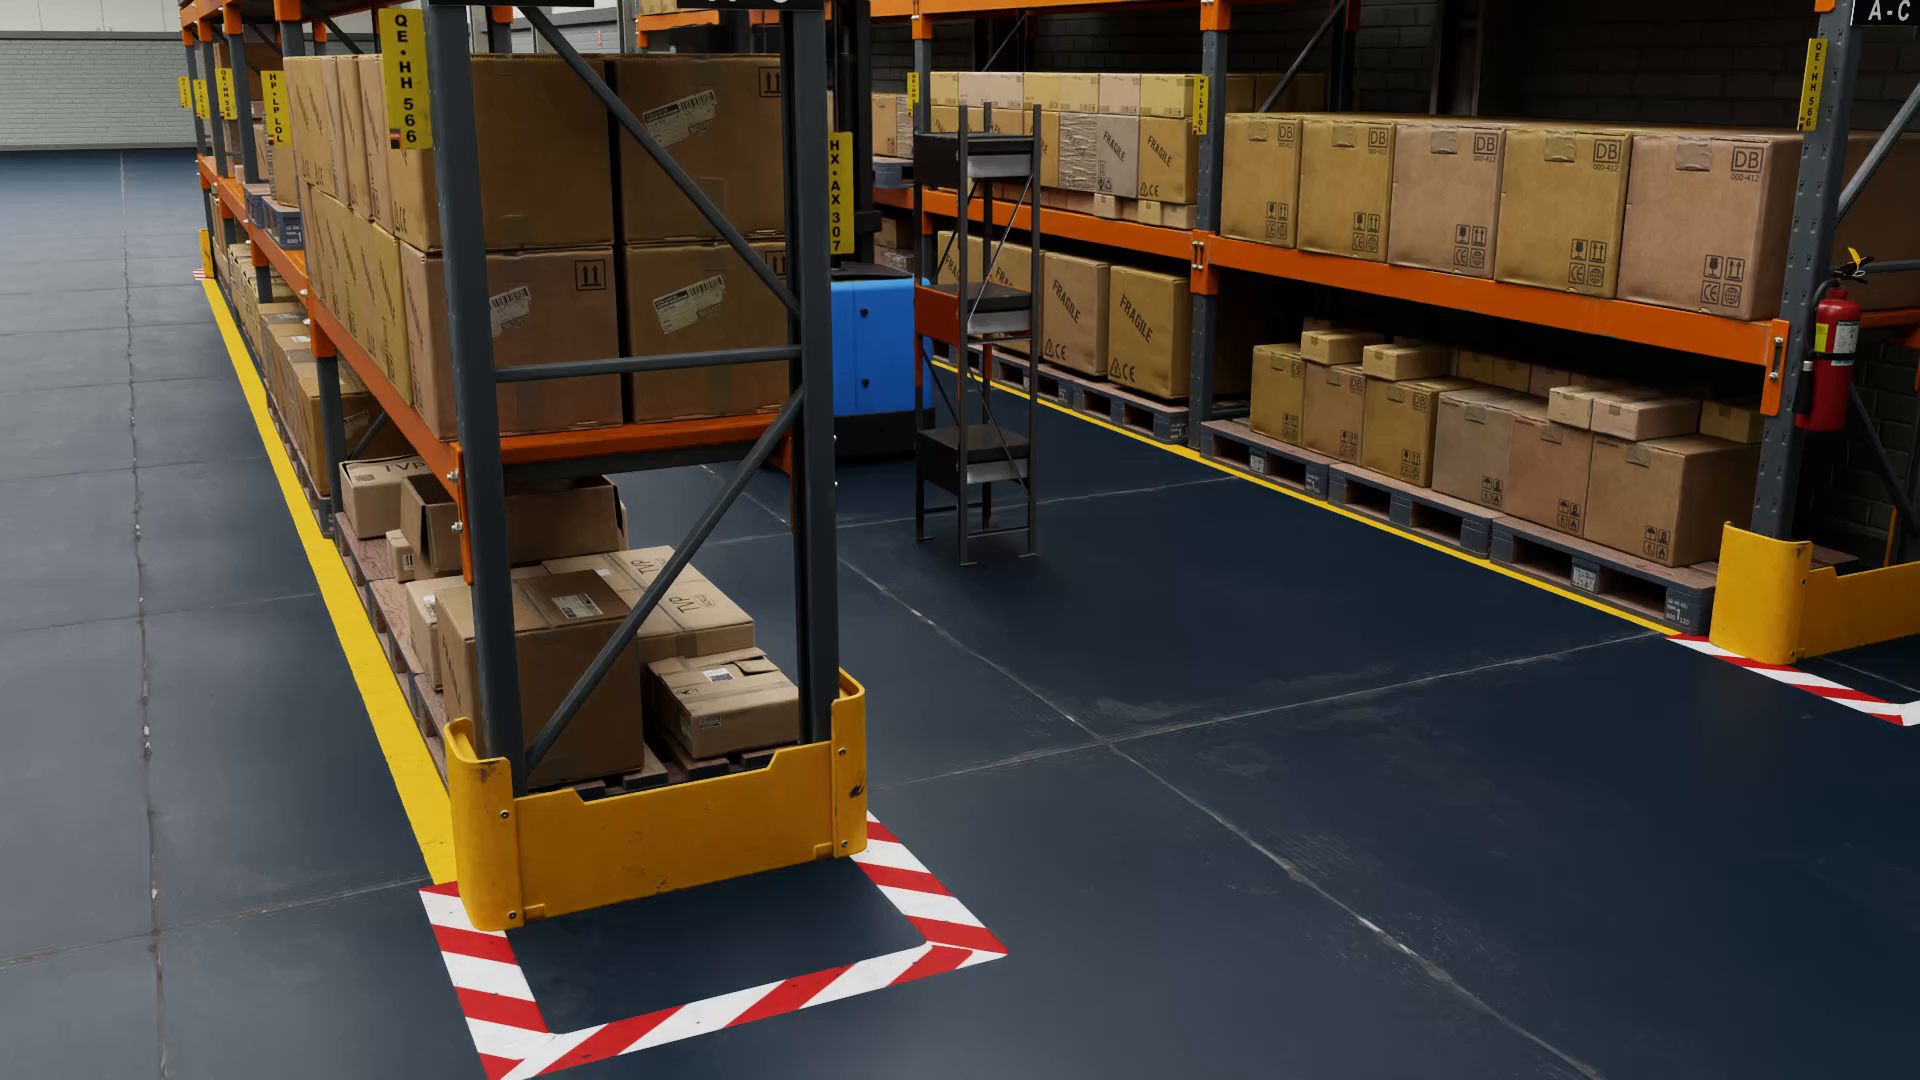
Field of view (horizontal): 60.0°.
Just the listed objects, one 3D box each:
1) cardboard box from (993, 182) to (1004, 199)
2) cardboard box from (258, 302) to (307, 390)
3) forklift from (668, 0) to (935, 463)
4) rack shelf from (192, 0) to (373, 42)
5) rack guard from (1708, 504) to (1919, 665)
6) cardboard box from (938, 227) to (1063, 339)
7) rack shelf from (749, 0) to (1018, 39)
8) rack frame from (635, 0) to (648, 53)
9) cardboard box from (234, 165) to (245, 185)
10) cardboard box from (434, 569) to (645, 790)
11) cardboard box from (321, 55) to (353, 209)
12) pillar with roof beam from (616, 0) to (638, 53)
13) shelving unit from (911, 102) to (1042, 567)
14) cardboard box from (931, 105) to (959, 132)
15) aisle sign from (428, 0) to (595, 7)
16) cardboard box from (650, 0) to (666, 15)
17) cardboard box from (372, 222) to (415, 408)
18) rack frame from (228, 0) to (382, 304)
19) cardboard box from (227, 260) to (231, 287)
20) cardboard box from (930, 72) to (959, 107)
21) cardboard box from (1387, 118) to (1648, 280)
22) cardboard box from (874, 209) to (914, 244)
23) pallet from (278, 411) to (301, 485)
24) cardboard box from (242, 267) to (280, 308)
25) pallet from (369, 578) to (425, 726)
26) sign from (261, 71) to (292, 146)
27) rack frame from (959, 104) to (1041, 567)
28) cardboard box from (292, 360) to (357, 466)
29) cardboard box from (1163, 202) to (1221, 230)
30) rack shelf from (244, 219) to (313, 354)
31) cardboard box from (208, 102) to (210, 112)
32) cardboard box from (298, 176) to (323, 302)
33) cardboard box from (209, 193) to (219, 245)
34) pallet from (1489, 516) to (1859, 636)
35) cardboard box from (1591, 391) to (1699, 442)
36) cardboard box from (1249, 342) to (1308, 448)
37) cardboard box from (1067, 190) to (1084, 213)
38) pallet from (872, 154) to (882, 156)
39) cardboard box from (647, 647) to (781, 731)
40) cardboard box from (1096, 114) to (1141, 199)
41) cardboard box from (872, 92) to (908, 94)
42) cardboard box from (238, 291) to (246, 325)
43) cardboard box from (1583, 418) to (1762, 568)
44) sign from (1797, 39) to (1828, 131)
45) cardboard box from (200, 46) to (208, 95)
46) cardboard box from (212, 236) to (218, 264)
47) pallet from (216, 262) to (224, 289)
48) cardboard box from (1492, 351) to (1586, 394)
[{"bbox_3d":[0.421,-2.638,12.423,0.380,0.149,0.250,-8,18,-25],"label":"cardboard box"},{"bbox_3d":[-4.388,-1.309,11.107,0.500,0.500,0.500,-7,17,-23],"label":"cardboard box"},{"bbox_3d":[-1.190,-2.218,10.665,1.130,2.935,3.031,-7,17,-22],"label":"forklift"},{"bbox_3d":[-5.207,-4.038,12.750,1.077,0.370,4.000,-8,18,-25],"label":"rack shelf"},{"bbox_3d":[3.636,0.146,6.837,1.175,0.500,0.348,-8,18,-25],"label":"rack guard"},{"bbox_3d":[0.325,-2.016,12.973,0.750,0.750,0.750,-8,18,-26],"label":"cardboard box"},{"bbox_3d":[-0.755,-4.637,14.839,1.077,0.370,4.000,-8,18,-25],"label":"rack shelf"},{"bbox_3d":[-3.384,-5.029,20.338,1.000,3.000,0.127,-8,18,-25],"label":"rack frame"},{"bbox_3d":[-5.878,-3.073,13.975,0.380,0.149,0.250,-8,18,-25],"label":"cardboard box"},{"bbox_3d":[-1.285,0.423,5.074,0.500,0.500,0.500,-8,18,-25],"label":"cardboard box"},{"bbox_3d":[-1.946,-1.449,5.867,0.500,0.500,0.500,-7,17,-23],"label":"cardboard box"},{"bbox_3d":[-8.798,-8.811,22.641,9.100,9.000,0.400,-8,18,-25],"label":"pillar with roof beam"},{"bbox_3d":[0.073,-0.968,7.818,0.431,2.100,0.503,-8,18,-25],"label":"shelving unit"},{"bbox_3d":[0.104,-3.095,12.840,0.500,0.500,0.500,-7,17,-23],"label":"cardboard box"},{"bbox_3d":[-1.071,-1.658,3.877,0.394,0.787,0.004,-8,18,-25],"label":"aisle sign"},{"bbox_3d":[-3.259,-6.278,19.034,0.500,0.500,0.500,-6,17,-21],"label":"cardboard box"},{"bbox_3d":[-1.497,-0.717,5.129,0.500,0.500,0.500,-7,18,-24],"label":"cardboard box"},{"bbox_3d":[-4.330,-2.446,11.336,1.000,3.000,0.127,-8,18,-25],"label":"rack frame"},{"bbox_3d":[-6.693,-2.532,15.859,0.500,0.250,0.500,-8,18,-25],"label":"cardboard box"},{"bbox_3d":[0.101,-3.456,12.739,0.500,0.250,0.500,-7,18,-24],"label":"cardboard box"},{"bbox_3d":[2.739,-1.701,8.195,0.980,0.700,0.700,-9,18,-28],"label":"cardboard box"},{"bbox_3d":[-0.665,-2.864,15.167,0.500,0.250,0.500,-8,18,-25],"label":"cardboard box"},{"bbox_3d":[-3.507,-0.614,10.007,1.003,0.211,1.213,-8,18,-25],"label":"pallet"},{"bbox_3d":[-5.233,-1.949,12.813,0.500,0.311,0.500,-8,18,-25],"label":"cardboard box"},{"bbox_3d":[-1.740,0.360,6.615,1.003,0.211,1.213,-8,18,-25],"label":"pallet"},{"bbox_3d":[-3.075,-1.943,7.483,0.100,0.325,0.005,-8,18,-25],"label":"sign"},{"bbox_3d":[0.179,-0.908,7.607,0.400,2.100,0.015,-8,18,-25],"label":"rack frame"},{"bbox_3d":[-3.261,-0.675,8.900,0.500,0.500,0.500,-8,18,-25],"label":"cardboard box"},{"bbox_3d":[1.471,-1.992,10.174,0.380,0.149,0.250,-7,18,-24],"label":"cardboard box"},{"bbox_3d":[-3.454,-1.604,9.707,1.077,0.370,4.000,-8,18,-25],"label":"rack shelf"},{"bbox_3d":[-7.291,-4.347,16.604,0.380,0.149,0.250,-8,18,-26],"label":"cardboard box"},{"bbox_3d":[-2.600,-1.343,7.311,0.500,0.500,0.500,-7,17,-23],"label":"cardboard box"},{"bbox_3d":[-7.579,-3.387,17.478,0.500,0.500,0.500,-8,18,-25],"label":"cardboard box"},{"bbox_3d":[3.205,0.090,7.556,1.003,0.211,1.213,-8,18,-25],"label":"pallet"},{"bbox_3d":[3.009,-0.545,7.307,0.380,0.149,0.250,-8,18,-26],"label":"cardboard box"},{"bbox_3d":[2.109,-0.856,9.567,0.700,0.500,0.500,-7,18,-24],"label":"cardboard box"},{"bbox_3d":[0.954,-2.312,11.290,0.380,0.149,0.250,-8,18,-26],"label":"cardboard box"},{"bbox_3d":[-0.783,-3.439,15.145,1.003,0.211,1.213,-8,18,-25],"label":"pallet"},{"bbox_3d":[-0.810,0.481,5.476,0.380,0.166,0.250,-8,18,-25],"label":"cardboard box"},{"bbox_3d":[1.212,-2.464,10.641,0.500,0.500,0.500,-7,18,-24],"label":"cardboard box"},{"bbox_3d":[-0.660,-3.727,14.820,0.700,0.500,0.500,-8,18,-25],"label":"cardboard box"},{"bbox_3d":[-5.677,-1.933,13.772,0.500,0.250,0.500,-8,18,-27],"label":"cardboard box"},{"bbox_3d":[3.229,-0.224,7.363,0.700,0.500,0.500,-8,18,-25],"label":"cardboard box"},{"bbox_3d":[3.132,-1.670,6.104,0.100,0.325,0.005,-8,18,-25],"label":"sign"},{"bbox_3d":[-7.619,-4.971,17.601,0.700,0.500,0.500,-8,18,-25],"label":"cardboard box"},{"bbox_3d":[-7.800,-3.150,18.013,0.500,0.250,0.500,-8,18,-25],"label":"cardboard box"},{"bbox_3d":[-7.463,-2.905,17.990,1.003,0.211,1.213,-8,18,-25],"label":"pallet"},{"bbox_3d":[2.907,-0.843,8.344,0.380,0.149,0.250,-7,18,-24],"label":"cardboard box"}]
